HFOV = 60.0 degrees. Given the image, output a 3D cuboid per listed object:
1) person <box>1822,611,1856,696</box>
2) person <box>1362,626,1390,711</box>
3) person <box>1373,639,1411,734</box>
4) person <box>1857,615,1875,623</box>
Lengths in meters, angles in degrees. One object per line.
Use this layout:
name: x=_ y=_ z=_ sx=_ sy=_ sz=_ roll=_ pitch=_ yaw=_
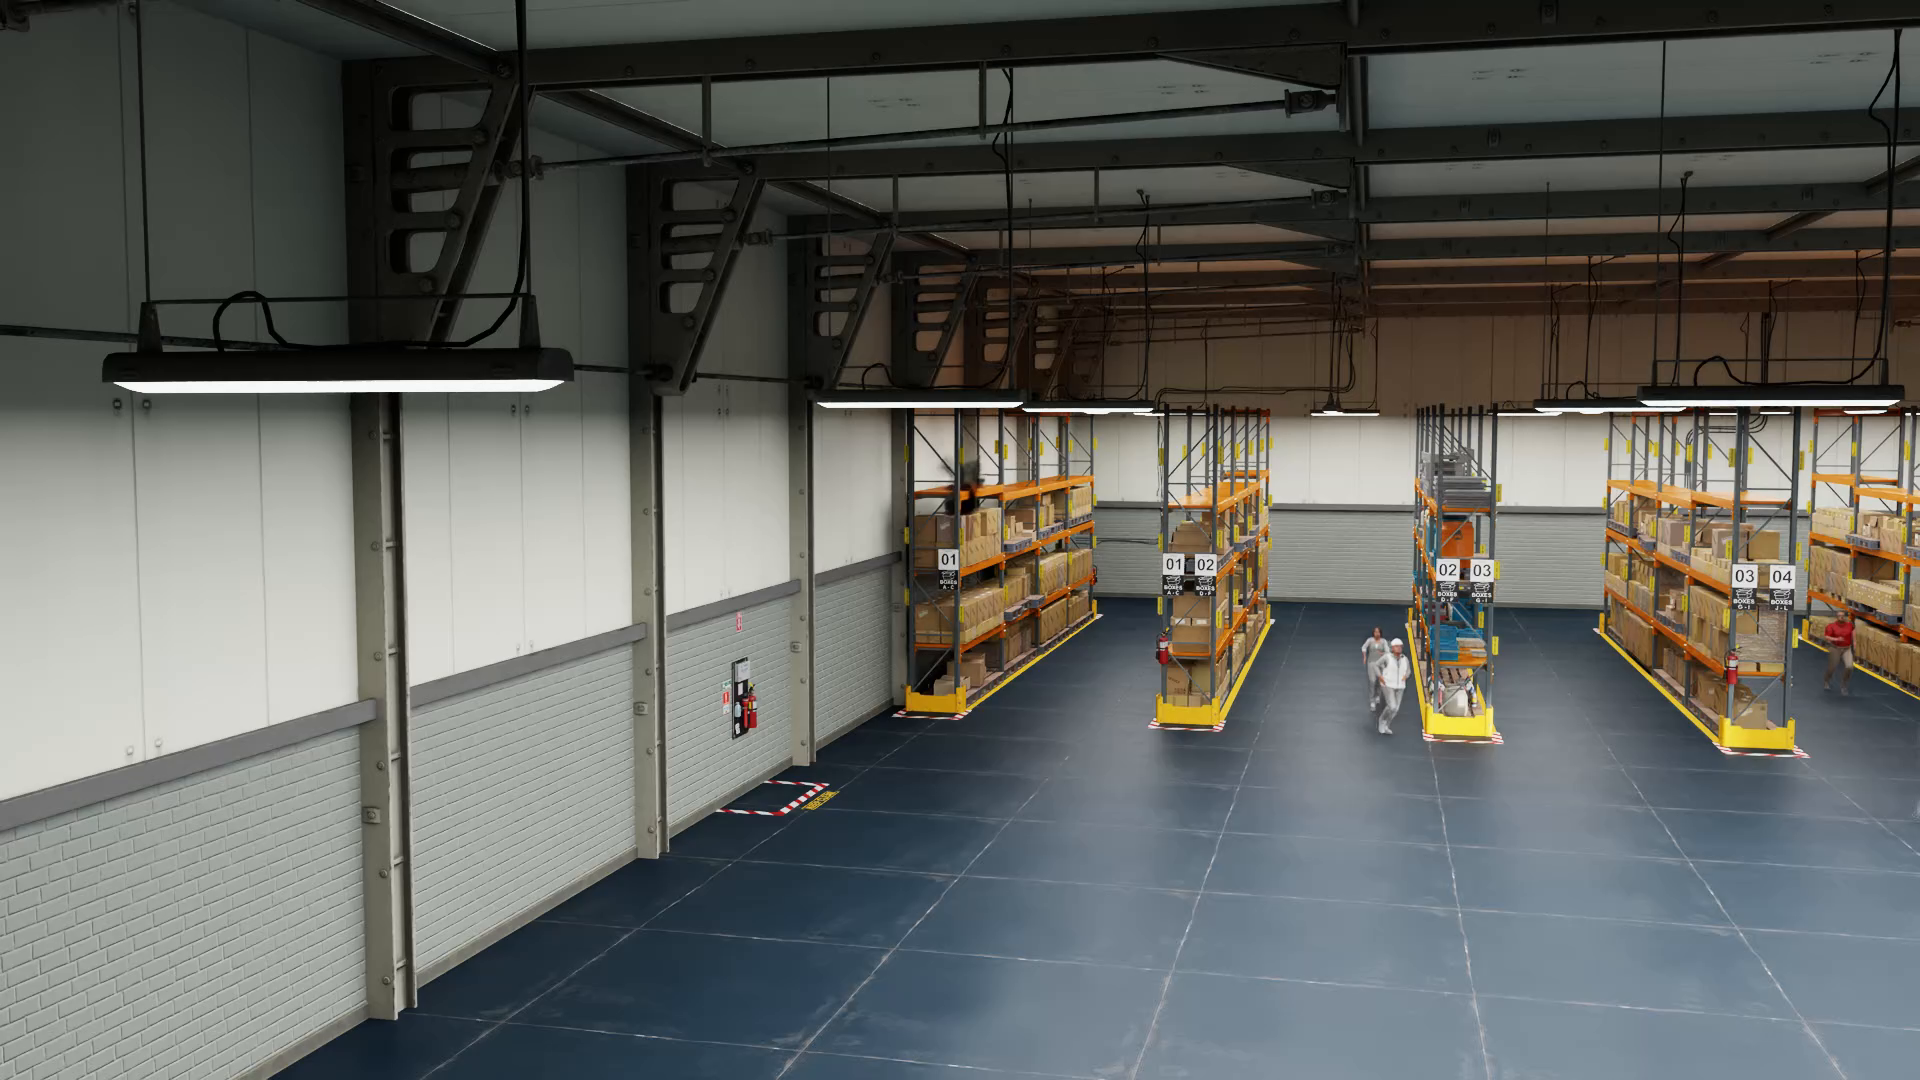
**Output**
person: x=18.326 y=2.354 z=34.622 sx=0.673 sy=1.777 sz=0.911 roll=1 pitch=4 yaw=11
person: x=8.227 y=2.516 z=32.876 sx=0.517 sy=1.630 sz=0.784 roll=1 pitch=4 yaw=8
person: x=7.871 y=2.655 z=30.144 sx=0.684 sy=1.737 sz=0.586 roll=-1 pitch=4 yaw=-11
person: x=23.740 y=1.775 z=43.642 sx=0.598 sy=1.542 sz=0.758 roll=-2 pitch=5 yaw=-23
